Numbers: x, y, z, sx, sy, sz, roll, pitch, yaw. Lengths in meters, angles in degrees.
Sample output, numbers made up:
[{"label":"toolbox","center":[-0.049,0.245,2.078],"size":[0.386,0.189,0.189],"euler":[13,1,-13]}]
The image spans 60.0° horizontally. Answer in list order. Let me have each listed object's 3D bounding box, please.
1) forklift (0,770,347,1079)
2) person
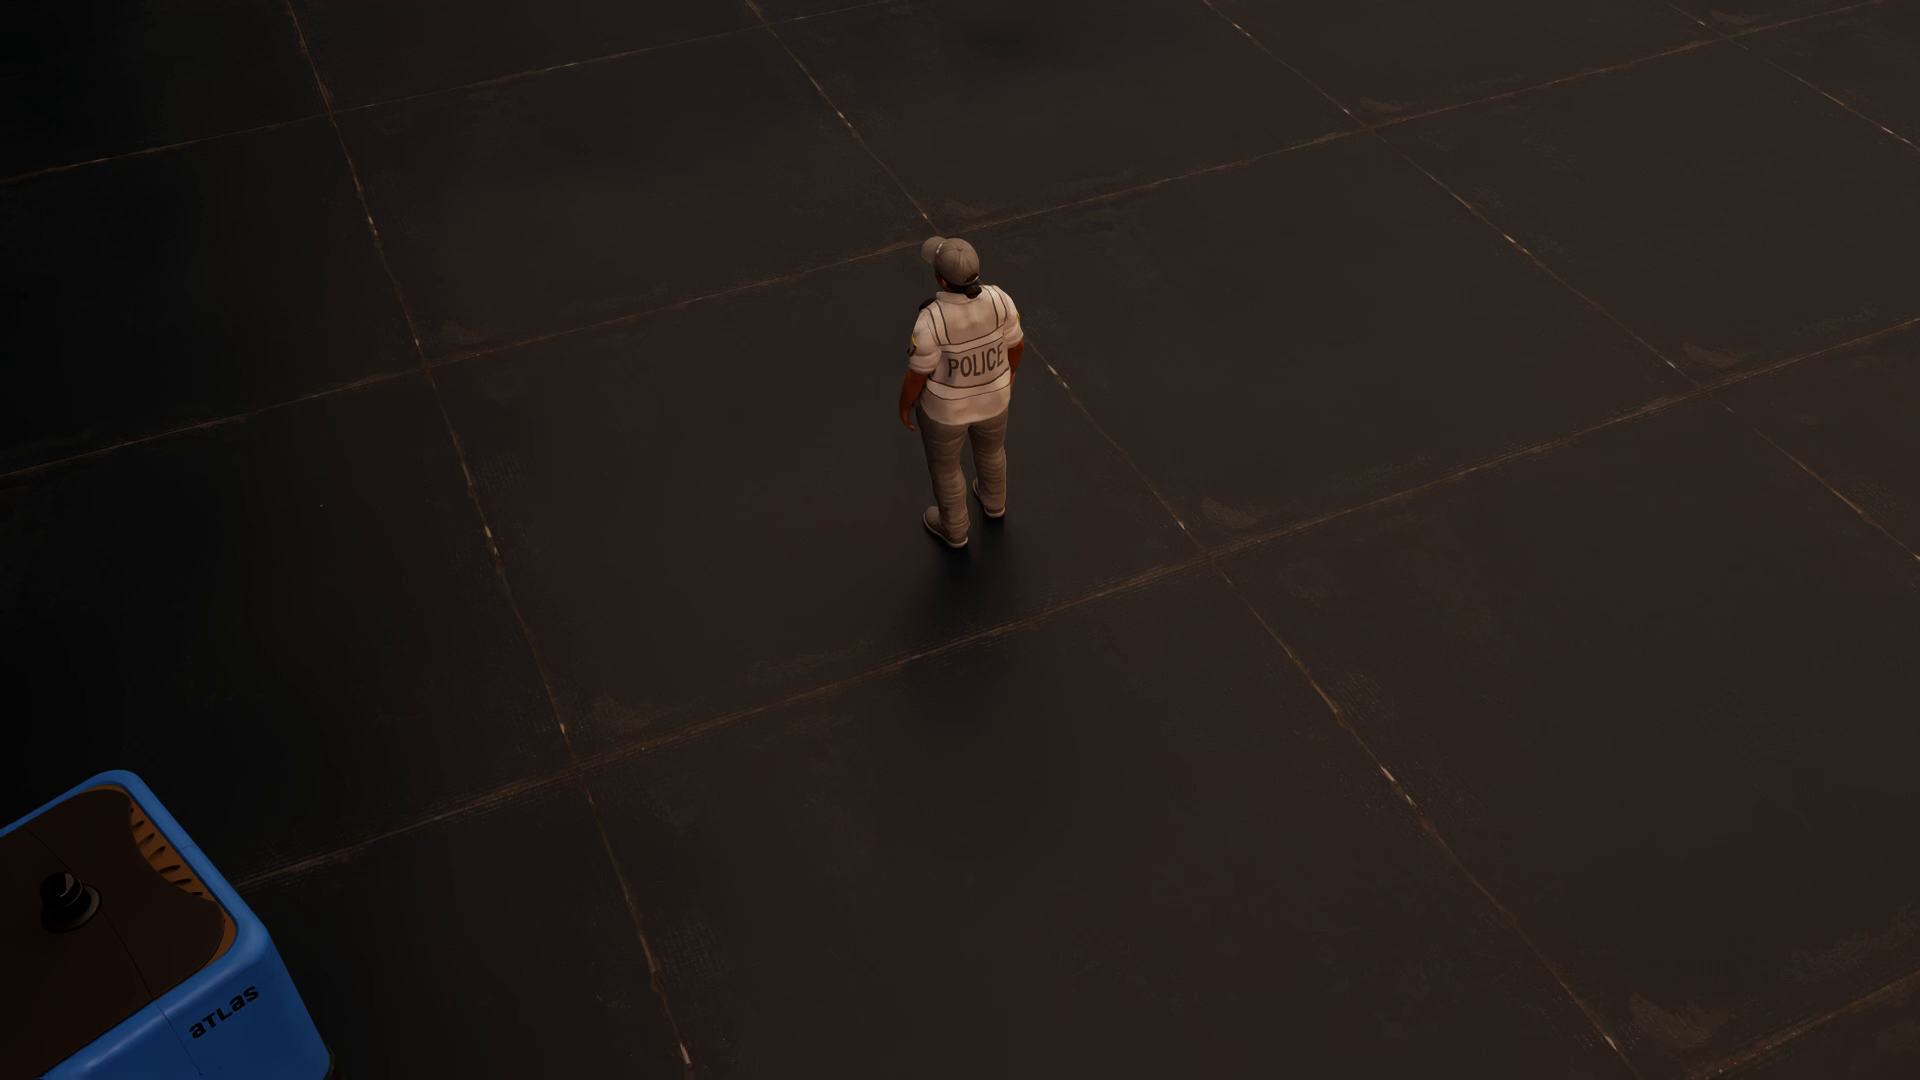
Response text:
[{"label":"forklift","center":[-3.461,1.392,4.189],"size":[1.130,2.935,3.031],"euler":[34,53,31]},{"label":"person","center":[-0.011,-0.666,7.315],"size":[0.598,1.660,0.529],"euler":[-18,46,-18]}]
